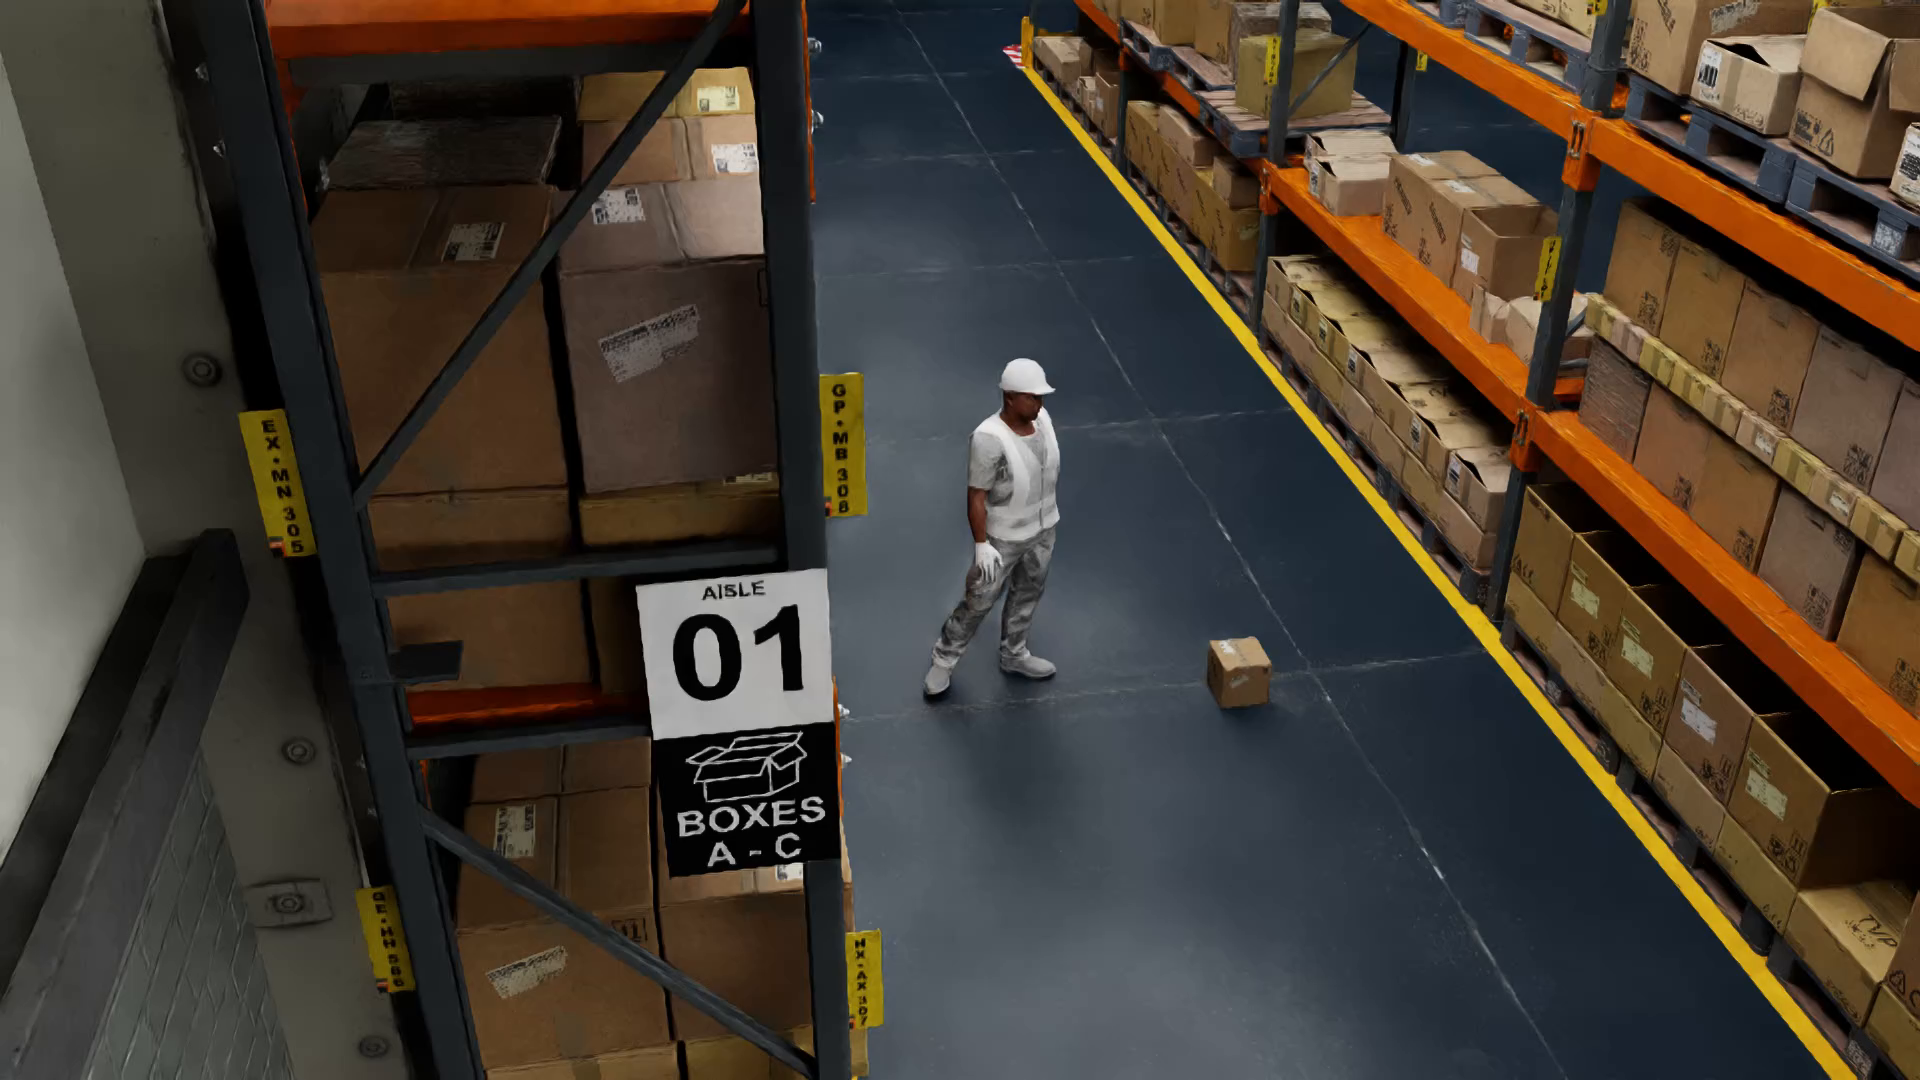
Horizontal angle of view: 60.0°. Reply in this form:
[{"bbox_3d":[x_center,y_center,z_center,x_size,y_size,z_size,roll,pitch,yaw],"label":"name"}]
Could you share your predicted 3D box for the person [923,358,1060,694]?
[{"bbox_3d":[0.152,-0.051,8.205,0.480,1.779,0.738,26,39,37],"label":"person"}]
